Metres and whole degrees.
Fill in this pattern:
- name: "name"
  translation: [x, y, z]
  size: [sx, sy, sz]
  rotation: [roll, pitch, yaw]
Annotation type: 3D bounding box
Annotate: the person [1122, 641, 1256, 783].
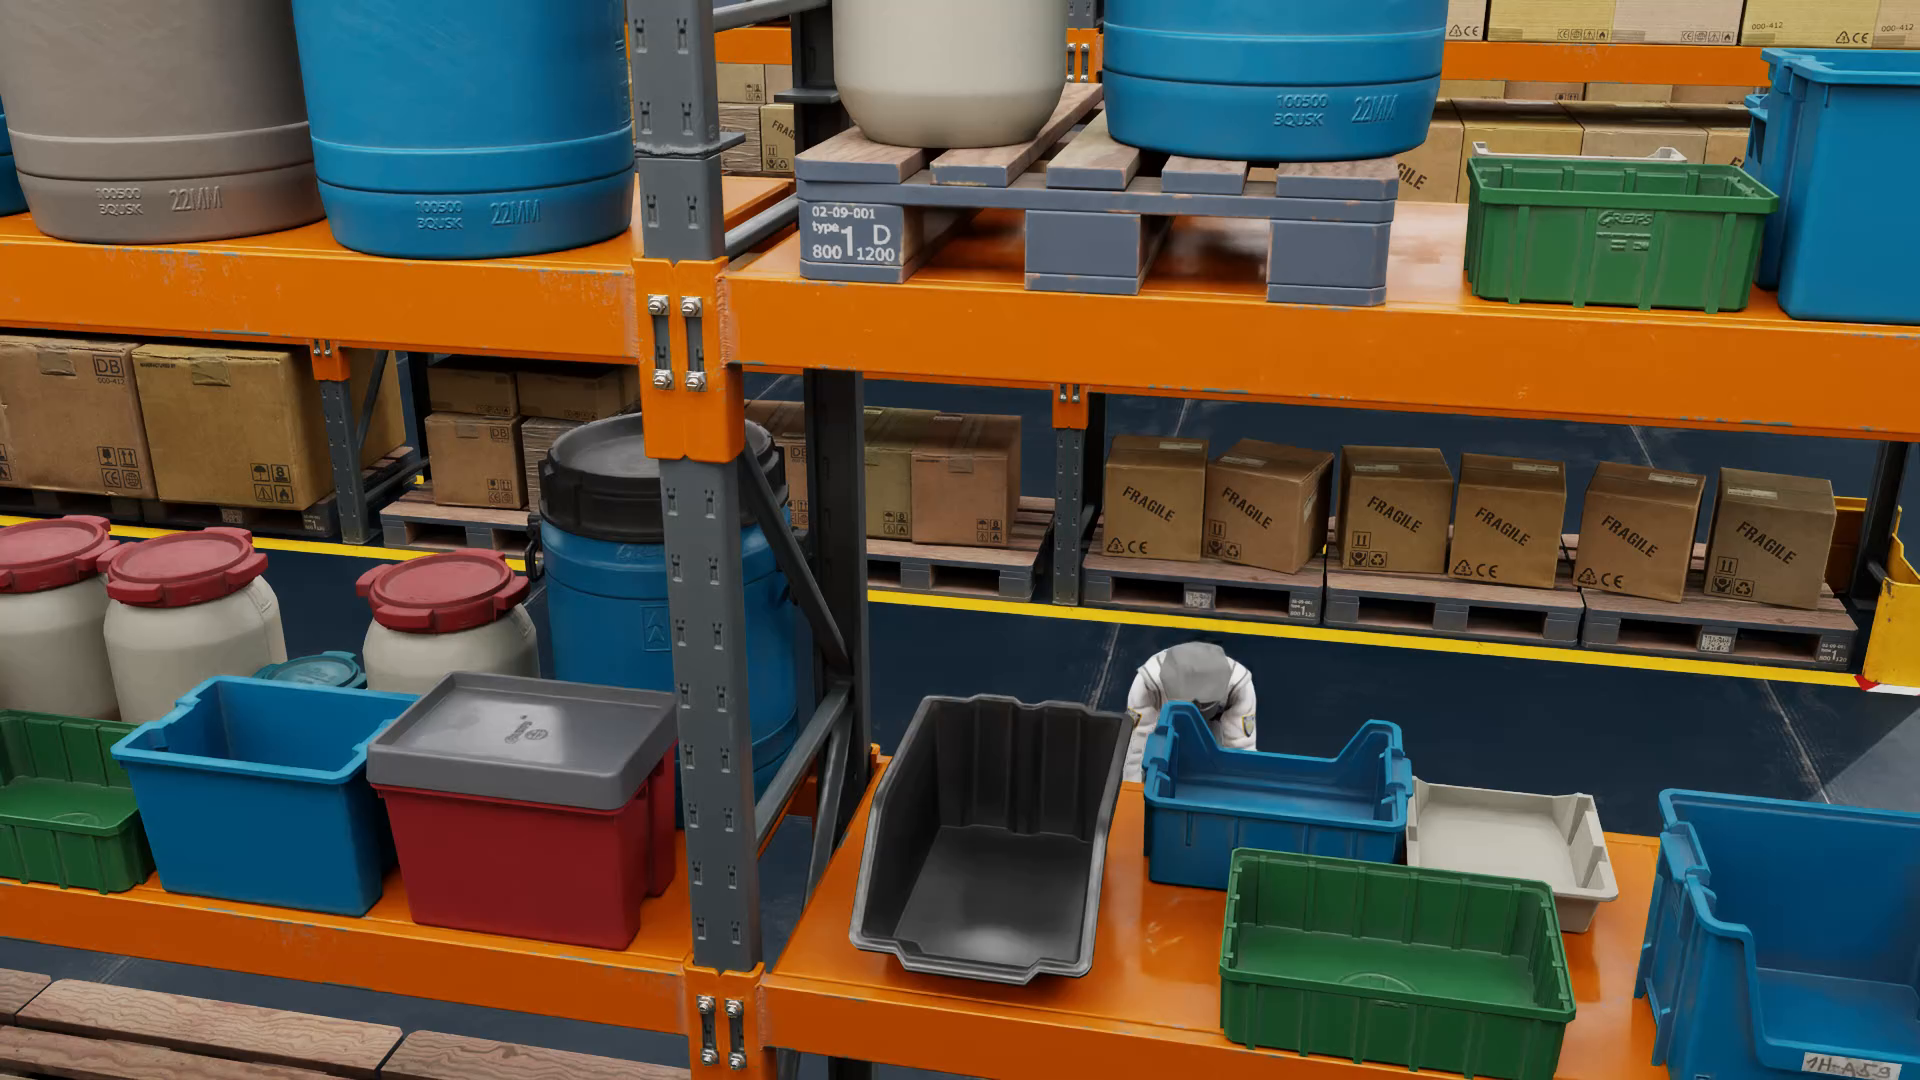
- name: "person"
  translation: [0.845, 0.738, 6.129]
  size: [0.498, 1.006, 0.840]
  rotation: [4, 22, 11]
